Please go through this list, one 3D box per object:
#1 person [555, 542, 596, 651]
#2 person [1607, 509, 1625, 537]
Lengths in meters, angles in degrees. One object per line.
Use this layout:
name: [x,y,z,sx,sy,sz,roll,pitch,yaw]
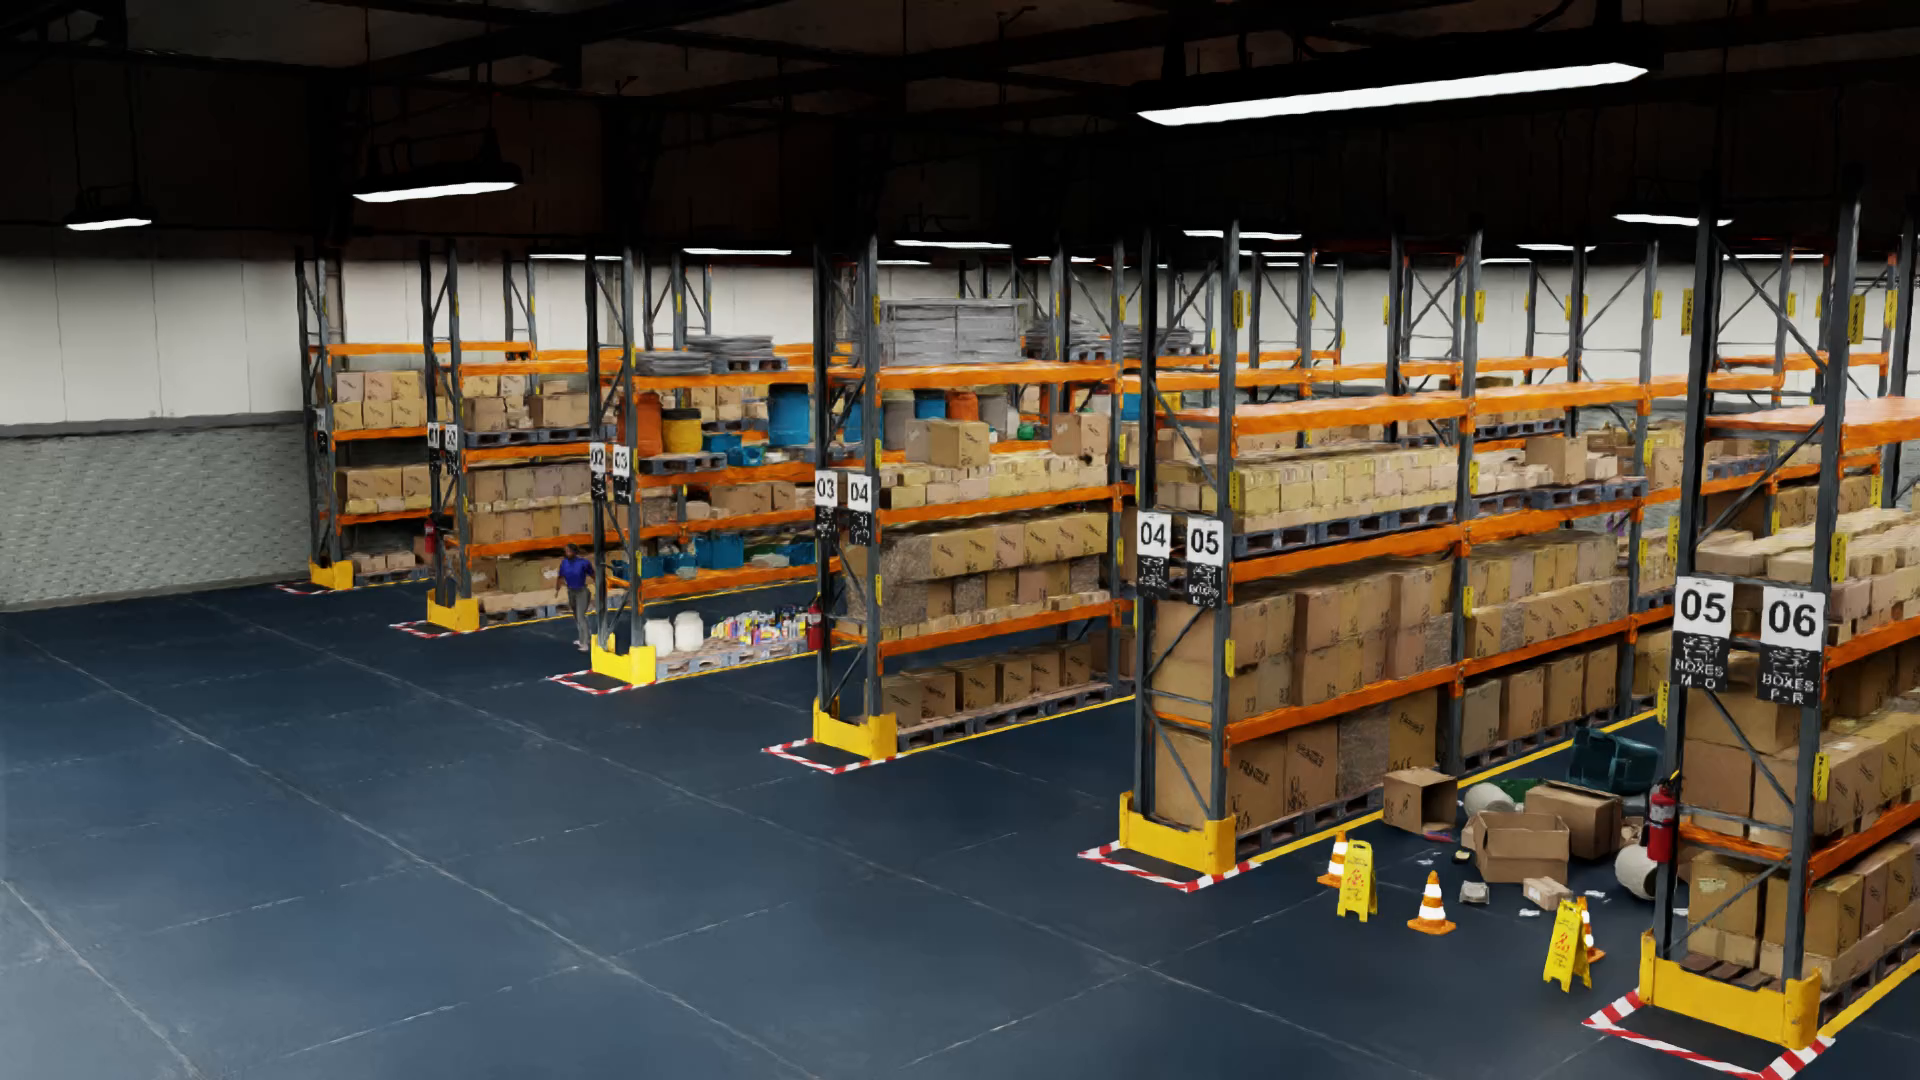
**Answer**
person: [-5.581,0.802,24.422,0.616,1.599,0.776,4,9,27]
person: [11.787,0.021,29.759,0.486,1.591,0.562,5,10,32]
